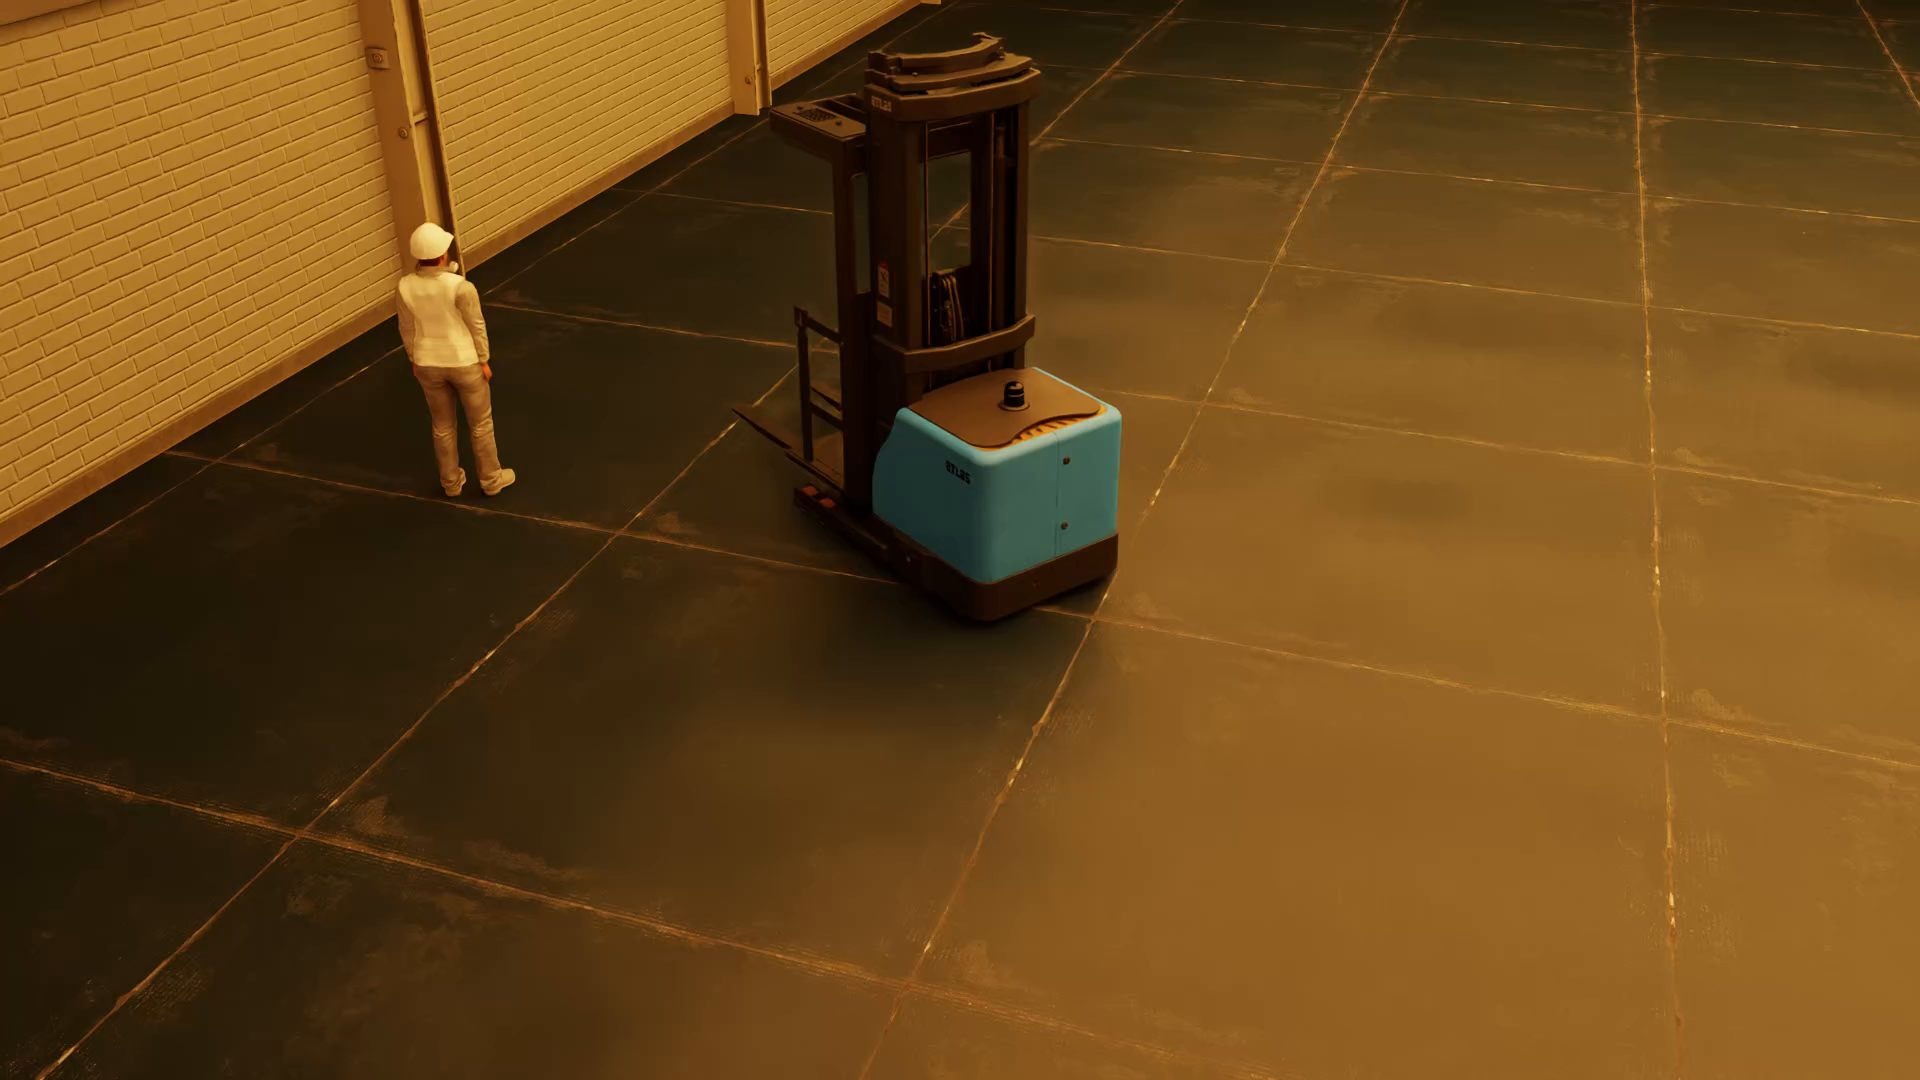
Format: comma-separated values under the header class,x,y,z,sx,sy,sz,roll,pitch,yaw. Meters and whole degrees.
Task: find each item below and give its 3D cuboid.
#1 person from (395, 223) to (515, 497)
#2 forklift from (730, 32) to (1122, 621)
class,x,y,z,sx,sy,sz,roll,pitch,yaw
person,-3.136,-1.103,10.243,0.526,1.777,0.368,1,30,2
forklift,-0.377,-1.496,9.761,1.130,2.935,3.031,-21,36,-32
